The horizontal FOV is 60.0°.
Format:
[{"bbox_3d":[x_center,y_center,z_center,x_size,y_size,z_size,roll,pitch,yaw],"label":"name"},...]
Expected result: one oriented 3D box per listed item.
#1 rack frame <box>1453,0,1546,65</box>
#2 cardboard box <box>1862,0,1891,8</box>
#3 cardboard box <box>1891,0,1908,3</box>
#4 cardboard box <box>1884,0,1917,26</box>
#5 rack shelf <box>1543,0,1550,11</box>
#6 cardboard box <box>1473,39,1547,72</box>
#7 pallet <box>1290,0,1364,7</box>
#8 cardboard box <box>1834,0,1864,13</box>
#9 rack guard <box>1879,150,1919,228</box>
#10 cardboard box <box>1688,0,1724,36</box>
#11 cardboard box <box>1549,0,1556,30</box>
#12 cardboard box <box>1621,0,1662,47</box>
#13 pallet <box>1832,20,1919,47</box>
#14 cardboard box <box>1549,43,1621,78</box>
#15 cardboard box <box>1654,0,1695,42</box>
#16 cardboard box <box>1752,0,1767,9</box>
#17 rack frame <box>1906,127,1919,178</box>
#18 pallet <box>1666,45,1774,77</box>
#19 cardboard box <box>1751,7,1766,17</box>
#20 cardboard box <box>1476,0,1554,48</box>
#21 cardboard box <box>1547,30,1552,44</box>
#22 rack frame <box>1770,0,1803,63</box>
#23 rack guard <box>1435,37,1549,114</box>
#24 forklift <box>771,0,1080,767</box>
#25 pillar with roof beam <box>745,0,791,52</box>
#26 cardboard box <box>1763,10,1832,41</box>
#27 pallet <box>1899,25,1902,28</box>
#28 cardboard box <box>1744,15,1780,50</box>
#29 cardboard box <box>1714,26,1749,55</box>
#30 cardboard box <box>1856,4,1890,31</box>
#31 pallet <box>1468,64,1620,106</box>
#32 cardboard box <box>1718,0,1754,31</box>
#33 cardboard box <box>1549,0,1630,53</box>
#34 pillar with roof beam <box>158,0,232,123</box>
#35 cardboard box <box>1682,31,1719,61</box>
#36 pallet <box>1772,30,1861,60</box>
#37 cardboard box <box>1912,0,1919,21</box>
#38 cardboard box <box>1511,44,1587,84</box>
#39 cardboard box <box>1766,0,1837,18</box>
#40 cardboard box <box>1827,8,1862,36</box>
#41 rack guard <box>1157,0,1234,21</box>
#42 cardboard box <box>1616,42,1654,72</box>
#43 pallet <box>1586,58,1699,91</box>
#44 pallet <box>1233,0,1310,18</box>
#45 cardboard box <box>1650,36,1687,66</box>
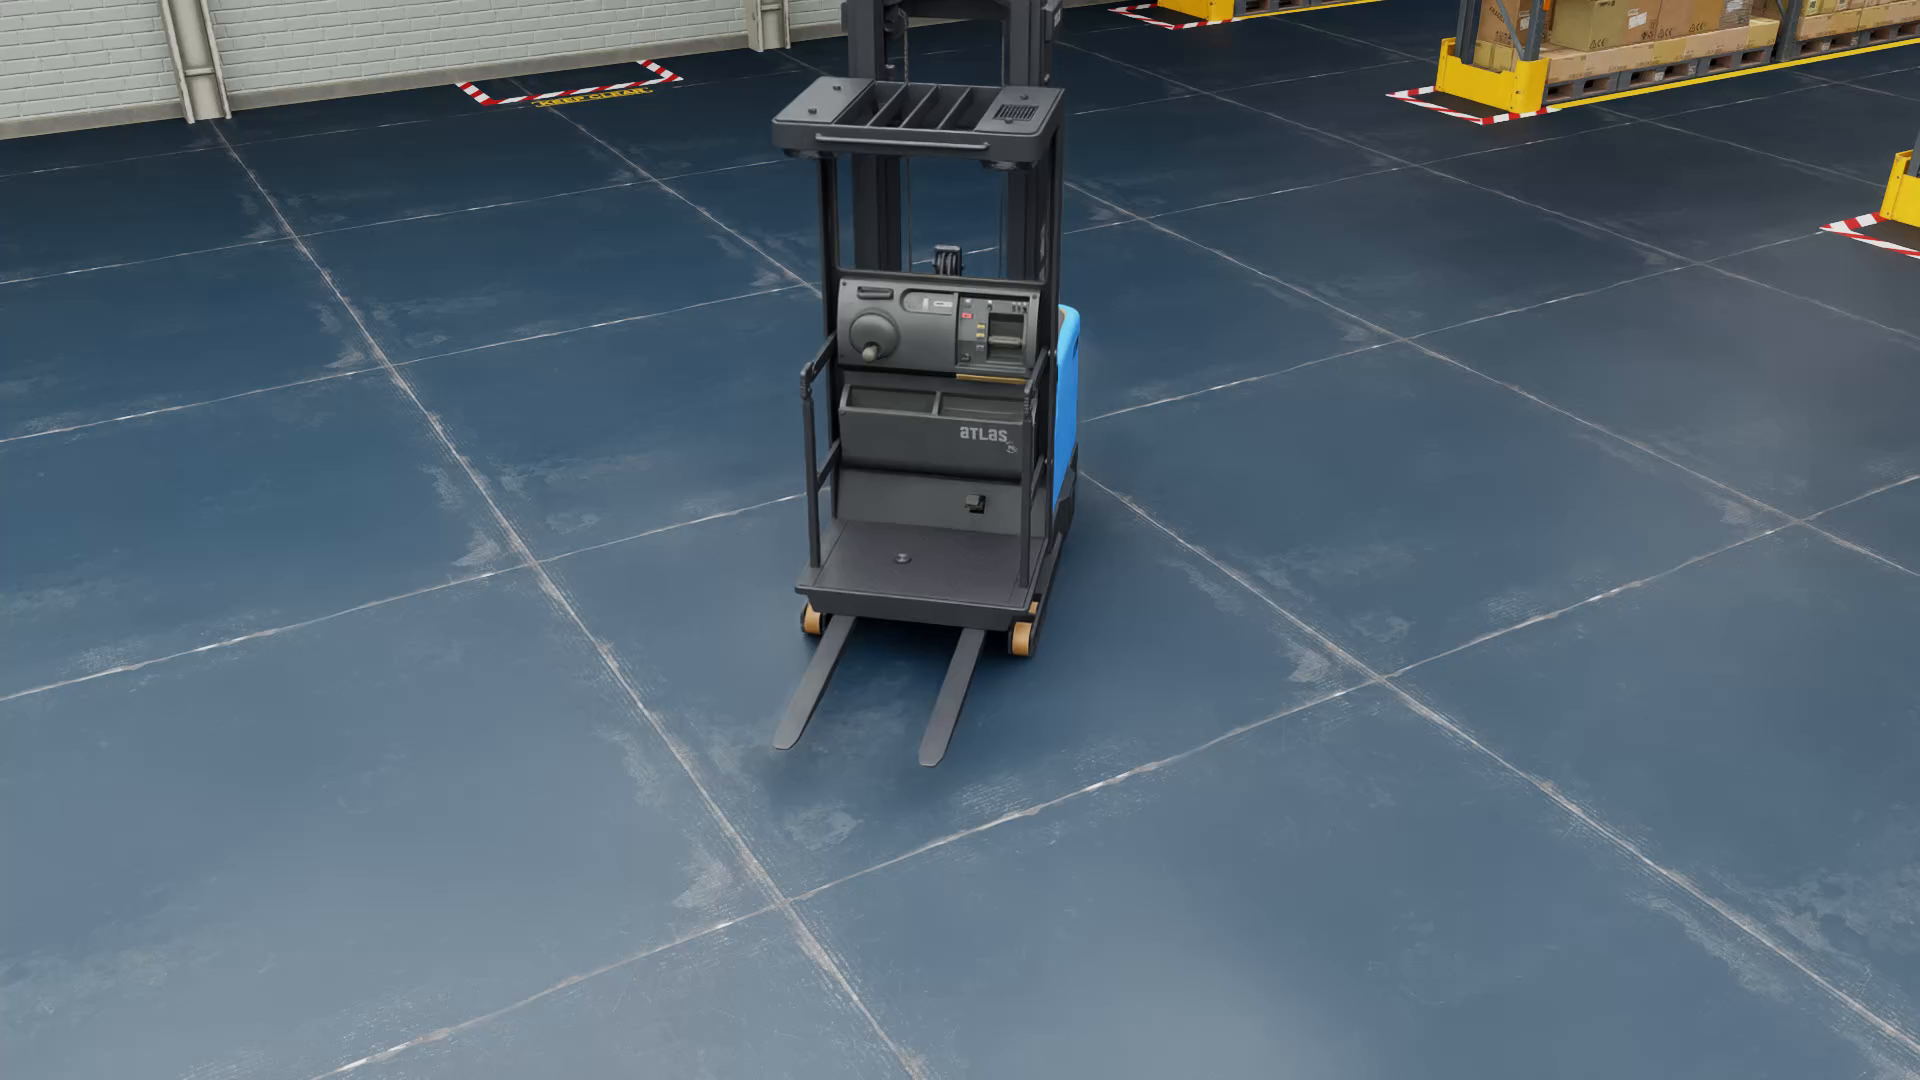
[{"bbox_3d":[5.354,-5.783,16.124,0.127,3.000,1.000,-16,33,-26],"label":"rack frame"},{"bbox_3d":[10.165,-6.232,18.769,0.500,0.311,0.500,-17,33,-28],"label":"cardboard box"},{"bbox_3d":[10.610,-6.362,19.004,0.500,0.311,0.500,-15,32,-25],"label":"cardboard box"},{"bbox_3d":[10.602,-6.114,19.135,0.500,0.250,0.500,-15,32,-25],"label":"cardboard box"},{"bbox_3d":[7.079,-5.957,17.185,4.000,0.370,1.077,-16,33,-26],"label":"rack shelf"},{"bbox_3d":[5.667,-5.017,17.148,0.500,0.250,0.500,-16,33,-26],"label":"cardboard box"},{"bbox_3d":[4.676,-7.124,21.440,1.213,0.211,1.003,-16,33,-26],"label":"pallet"},{"bbox_3d":[9.720,-6.105,18.539,0.500,0.311,0.500,-16,33,-27],"label":"cardboard box"},{"bbox_3d":[7.902,-2.662,13.056,0.348,0.500,1.175,-16,33,-26],"label":"rack guard"},{"bbox_3d":[7.648,-5.624,17.471,0.500,0.500,0.500,-16,33,-26],"label":"cardboard box"},{"bbox_3d":[6.521,-5.597,17.423,0.500,0.500,0.500,-16,33,-26],"label":"cardboard box"},{"bbox_3d":[6.784,-5.381,17.030,0.500,0.500,0.500,-16,33,-26],"label":"cardboard box"},{"bbox_3d":[10.471,-6.038,19.473,1.213,0.211,1.003,-16,33,-26],"label":"pallet"},{"bbox_3d":[6.359,-4.925,16.981,0.500,0.250,0.500,-16,33,-26],"label":"cardboard box"},{"bbox_3d":[7.224,-5.496,17.239,0.500,0.500,0.500,-16,33,-26],"label":"cardboard box"},{"bbox_3d":[9.007,-6.206,18.721,0.500,0.311,0.500,-16,33,-26],"label":"cardboard box"},{"bbox_3d":[7.861,-3.718,12.383,0.127,3.000,1.000,-16,33,-26],"label":"rack frame"},{"bbox_3d":[8.096,-5.364,18.251,1.213,0.211,1.003,-16,33,-26],"label":"pallet"},{"bbox_3d":[9.014,-5.964,18.864,0.500,0.250,0.500,-16,33,-27],"label":"cardboard box"},{"bbox_3d":[5.666,-5.346,16.968,0.500,0.500,0.500,-16,33,-26],"label":"cardboard box"},{"bbox_3d":[6.092,-5.144,17.378,0.500,0.250,0.500,-16,33,-26],"label":"cardboard box"},{"bbox_3d":[8.803,-6.762,17.898,0.127,3.000,1.000,-16,33,-26],"label":"rack frame"},{"bbox_3d":[5.334,-4.682,16.717,0.348,0.500,1.175,-16,33,-26],"label":"rack guard"},{"bbox_3d":[-0.141,-0.931,7.404,1.130,2.935,3.031,5,29,10],"label":"forklift"},{"bbox_3d":[0.015,-7.742,13.464,0.400,9.000,9.100,-16,33,-26],"label":"pillar with roof beam"},{"bbox_3d":[9.276,-5.737,18.453,0.500,0.250,0.500,-17,33,-27],"label":"cardboard box"},{"bbox_3d":[11.522,-6.335,20.010,1.213,0.211,1.003,-16,33,-26],"label":"pallet"},{"bbox_3d":[8.514,-5.537,18.090,0.500,0.250,0.500,-16,33,-26],"label":"cardboard box"},{"bbox_3d":[8.078,-5.419,17.876,0.500,0.250,0.500,-16,33,-26],"label":"cardboard box"},{"bbox_3d":[10.163,-5.990,18.910,0.500,0.250,0.500,-17,33,-28],"label":"cardboard box"},{"bbox_3d":[5.992,-4.766,17.168,1.213,0.211,1.003,-16,33,-26],"label":"pallet"},{"bbox_3d":[8.077,-5.748,17.696,0.500,0.500,0.500,-16,33,-26],"label":"cardboard box"},{"bbox_3d":[6.359,-5.253,16.799,0.500,0.500,0.500,-16,33,-26],"label":"cardboard box"},{"bbox_3d":[-5.158,-6.273,10.803,0.400,9.000,9.100,-16,33,-26],"label":"pillar with roof beam"},{"bbox_3d":[7.654,-5.290,17.643,0.500,0.250,0.500,-16,33,-26],"label":"cardboard box"},{"bbox_3d":[9.418,-5.738,18.928,1.213,0.211,1.003,-16,33,-26],"label":"pallet"},{"bbox_3d":[11.044,-6.241,19.366,0.500,0.250,0.500,-15,32,-25],"label":"cardboard box"},{"bbox_3d":[5.929,-4.801,16.757,0.500,0.250,0.500,-16,33,-26],"label":"cardboard box"},{"bbox_3d":[9.285,-5.985,18.321,0.500,0.311,0.500,-16,33,-26],"label":"cardboard box"},{"bbox_3d":[9.718,-5.862,18.679,0.500,0.250,0.500,-15,32,-25],"label":"cardboard box"},{"bbox_3d":[2.907,-6.770,20.499,0.348,0.500,1.175,-16,33,-26],"label":"rack guard"},{"bbox_3d":[6.790,-5.047,17.203,0.500,0.250,0.500,-16,33,-26],"label":"cardboard box"},{"bbox_3d":[7.043,-5.063,17.706,1.213,0.211,1.003,-16,33,-26],"label":"pallet"},{"bbox_3d":[3.625,-6.827,20.903,1.213,0.211,1.003,-16,33,-26],"label":"pallet"},{"bbox_3d":[7.223,-5.168,17.421,0.500,0.250,0.500,-16,33,-26],"label":"cardboard box"}]
